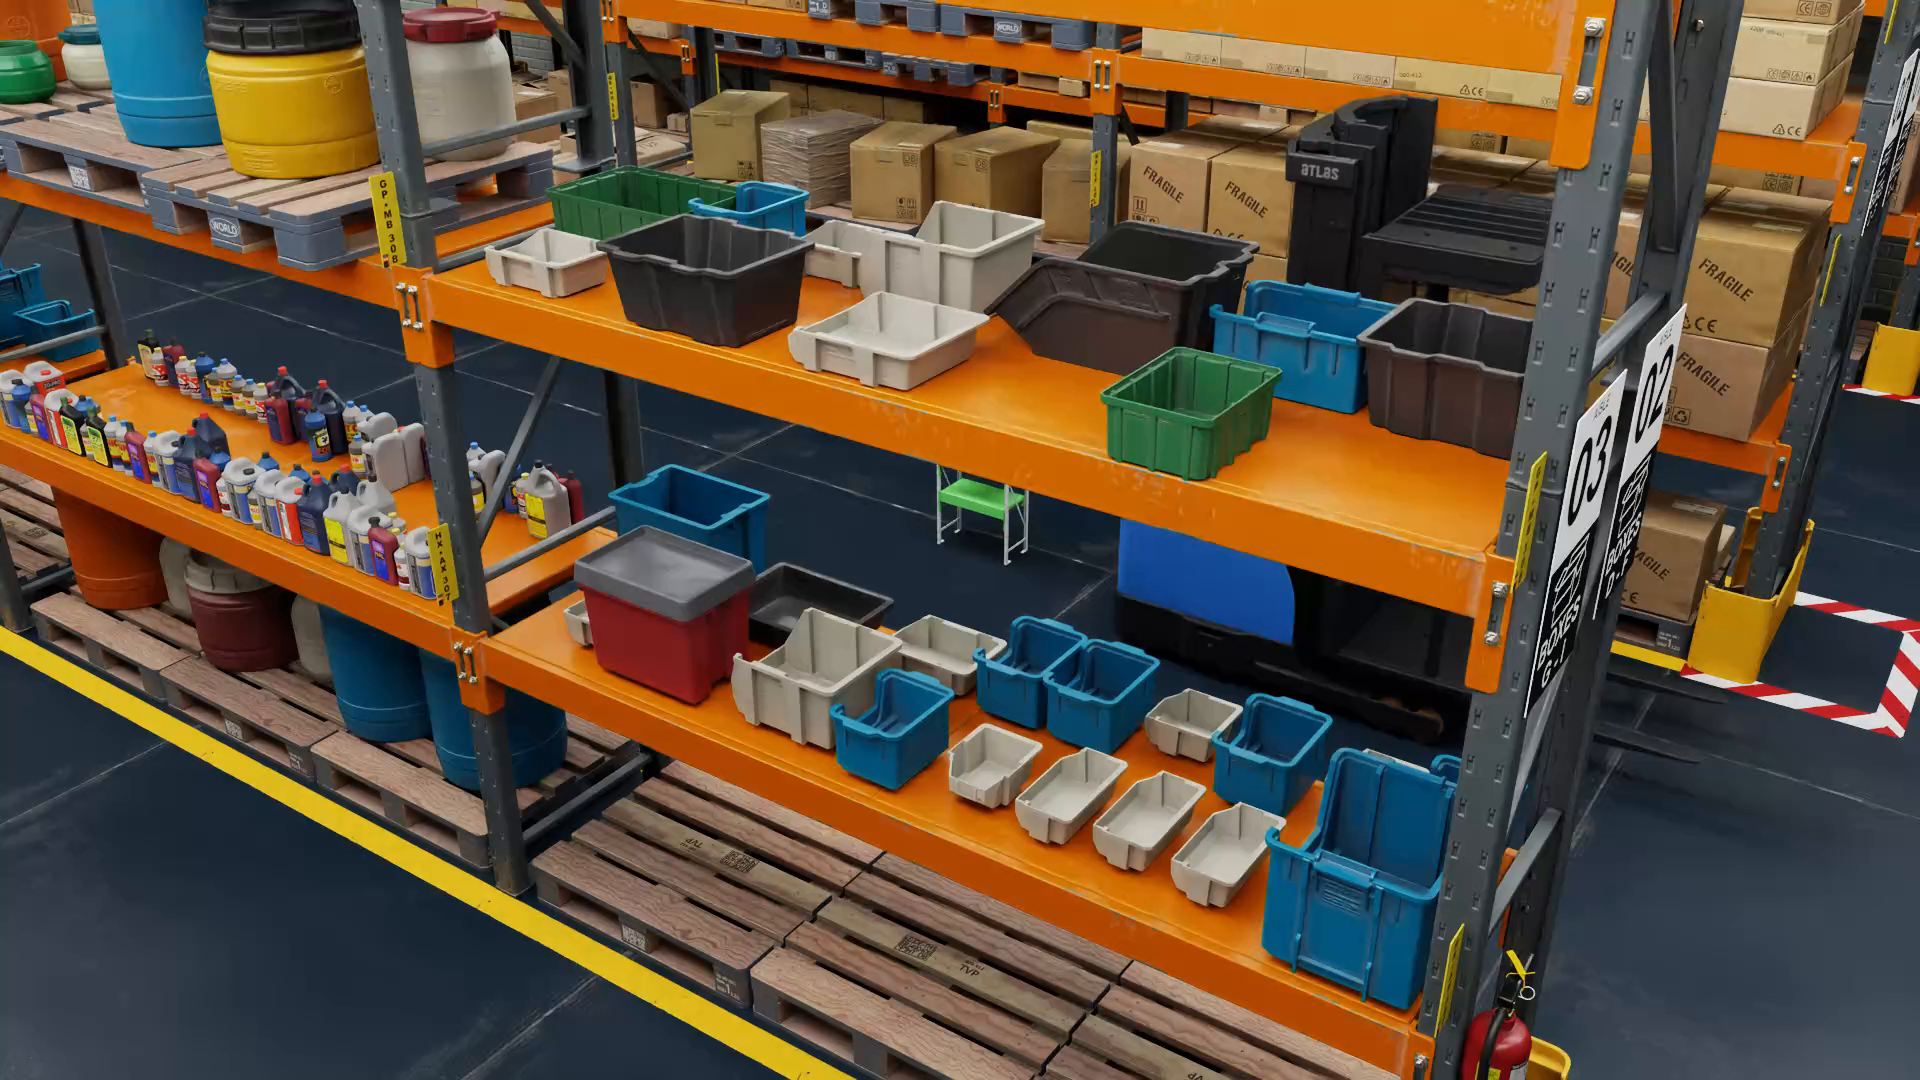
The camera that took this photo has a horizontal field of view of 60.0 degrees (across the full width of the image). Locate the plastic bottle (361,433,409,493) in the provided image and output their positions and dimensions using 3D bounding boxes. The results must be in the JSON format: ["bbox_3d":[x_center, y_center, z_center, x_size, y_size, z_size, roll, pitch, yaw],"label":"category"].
[{"bbox_3d":[-2.706,-0.372,7.810,0.135,0.276,0.152,17,32,30],"label":"plastic bottle"}]

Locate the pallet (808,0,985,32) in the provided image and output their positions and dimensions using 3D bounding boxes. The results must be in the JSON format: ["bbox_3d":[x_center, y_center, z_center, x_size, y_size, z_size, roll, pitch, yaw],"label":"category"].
[{"bbox_3d":[-0.238,-3.548,10.814,1.003,0.211,1.213,17,32,30],"label":"pallet"}]

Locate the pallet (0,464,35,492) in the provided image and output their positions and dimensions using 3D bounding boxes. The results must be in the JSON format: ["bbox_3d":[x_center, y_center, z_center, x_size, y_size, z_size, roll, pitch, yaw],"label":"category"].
[{"bbox_3d":[-6.606,-0.296,10.599,1.213,0.211,1.003,17,32,30],"label":"pallet"}]

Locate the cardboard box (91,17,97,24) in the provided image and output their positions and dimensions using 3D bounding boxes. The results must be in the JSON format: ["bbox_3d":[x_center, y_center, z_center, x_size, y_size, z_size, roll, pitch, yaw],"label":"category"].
[{"bbox_3d":[-7.943,-4.873,15.692,0.250,0.149,0.380,17,31,30],"label":"cardboard box"}]

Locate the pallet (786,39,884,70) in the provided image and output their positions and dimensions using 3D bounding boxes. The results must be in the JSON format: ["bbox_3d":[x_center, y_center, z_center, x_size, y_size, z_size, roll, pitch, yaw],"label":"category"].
[{"bbox_3d":[-1.034,-5.123,17.221,1.213,0.211,1.003,17,32,30],"label":"pallet"}]

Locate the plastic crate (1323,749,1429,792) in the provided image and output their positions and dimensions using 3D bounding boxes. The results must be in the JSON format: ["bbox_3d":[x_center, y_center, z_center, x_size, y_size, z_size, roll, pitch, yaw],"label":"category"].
[{"bbox_3d":[1.371,0.833,5.530,0.298,0.136,0.250,17,32,30],"label":"plastic crate"}]

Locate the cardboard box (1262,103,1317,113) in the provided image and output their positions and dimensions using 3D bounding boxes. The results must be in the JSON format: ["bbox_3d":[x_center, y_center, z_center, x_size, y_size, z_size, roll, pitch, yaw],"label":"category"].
[{"bbox_3d":[2.969,-4.026,14.394,0.500,0.500,0.500,18,32,31],"label":"cardboard box"}]

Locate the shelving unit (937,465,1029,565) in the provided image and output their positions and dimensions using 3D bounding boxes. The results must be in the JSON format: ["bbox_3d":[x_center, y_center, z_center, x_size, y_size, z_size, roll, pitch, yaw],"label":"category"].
[{"bbox_3d":[0.136,-0.492,9.894,0.503,1.200,0.258,17,32,30],"label":"shelving unit"}]

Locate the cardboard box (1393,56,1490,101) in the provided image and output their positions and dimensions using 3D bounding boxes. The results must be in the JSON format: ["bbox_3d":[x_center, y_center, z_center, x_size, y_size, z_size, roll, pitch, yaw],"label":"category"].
[{"bbox_3d":[2.612,-2.502,8.718,0.500,0.250,0.500,17,32,30],"label":"cardboard box"}]

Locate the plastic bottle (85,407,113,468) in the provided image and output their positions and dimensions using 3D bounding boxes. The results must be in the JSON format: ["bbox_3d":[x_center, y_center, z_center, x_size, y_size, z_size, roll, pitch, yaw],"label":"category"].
[{"bbox_3d":[-4.158,-0.498,8.051,0.133,0.283,0.061,17,32,30],"label":"plastic bottle"}]

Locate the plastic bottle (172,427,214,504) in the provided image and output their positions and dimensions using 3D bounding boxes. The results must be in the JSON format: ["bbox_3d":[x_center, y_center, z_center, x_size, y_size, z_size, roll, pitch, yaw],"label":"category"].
[{"bbox_3d":[-3.542,-0.359,7.703,0.185,0.351,0.144,17,32,30],"label":"plastic bottle"}]

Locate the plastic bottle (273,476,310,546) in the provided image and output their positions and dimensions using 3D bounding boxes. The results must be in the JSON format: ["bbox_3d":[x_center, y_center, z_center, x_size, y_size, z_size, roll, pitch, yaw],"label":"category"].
[{"bbox_3d":[-2.916,-0.133,7.341,0.135,0.276,0.152,17,32,30],"label":"plastic bottle"}]

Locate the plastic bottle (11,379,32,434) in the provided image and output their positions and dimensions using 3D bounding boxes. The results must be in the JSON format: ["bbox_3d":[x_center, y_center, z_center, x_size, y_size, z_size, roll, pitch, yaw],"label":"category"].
[{"bbox_3d":[-4.734,-0.683,8.426,0.097,0.271,0.097,0,27,0],"label":"plastic bottle"}]

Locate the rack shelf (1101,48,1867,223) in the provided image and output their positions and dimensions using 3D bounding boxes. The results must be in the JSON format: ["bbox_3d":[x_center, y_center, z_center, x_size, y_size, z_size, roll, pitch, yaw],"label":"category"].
[{"bbox_3d":[2.765,-2.338,9.023,4.000,0.370,1.077,17,32,30],"label":"rack shelf"}]

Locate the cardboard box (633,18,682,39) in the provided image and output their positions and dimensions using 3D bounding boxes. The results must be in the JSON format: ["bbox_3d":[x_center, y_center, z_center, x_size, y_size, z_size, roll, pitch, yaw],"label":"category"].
[{"bbox_3d":[-3.238,-5.693,18.273,0.500,0.250,0.500,17,32,30],"label":"cardboard box"}]

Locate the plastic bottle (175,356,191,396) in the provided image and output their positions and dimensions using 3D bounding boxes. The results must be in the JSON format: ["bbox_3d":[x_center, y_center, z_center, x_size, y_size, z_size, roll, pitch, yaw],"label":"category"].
[{"bbox_3d":[-4.138,-0.883,8.897,0.097,0.201,0.097,0,27,0],"label":"plastic bottle"}]

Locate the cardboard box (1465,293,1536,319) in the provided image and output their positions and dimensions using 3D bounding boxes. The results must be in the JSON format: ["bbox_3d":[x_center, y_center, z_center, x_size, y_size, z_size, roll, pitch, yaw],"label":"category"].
[{"bbox_3d":[3.053,-1.128,9.050,0.500,0.500,0.500,18,32,31],"label":"cardboard box"}]

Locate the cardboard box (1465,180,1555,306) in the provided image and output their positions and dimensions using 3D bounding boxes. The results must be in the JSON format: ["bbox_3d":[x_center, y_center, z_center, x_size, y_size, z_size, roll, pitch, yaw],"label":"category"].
[{"bbox_3d":[3.044,-1.571,8.817,0.500,0.500,0.500,18,32,32],"label":"cardboard box"}]

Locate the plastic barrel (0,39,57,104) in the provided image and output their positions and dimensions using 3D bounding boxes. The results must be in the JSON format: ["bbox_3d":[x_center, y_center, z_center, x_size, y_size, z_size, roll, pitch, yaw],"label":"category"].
[{"bbox_3d":[-4.245,-2.109,7.487,0.294,0.245,0.294,0,27,0],"label":"plastic barrel"}]

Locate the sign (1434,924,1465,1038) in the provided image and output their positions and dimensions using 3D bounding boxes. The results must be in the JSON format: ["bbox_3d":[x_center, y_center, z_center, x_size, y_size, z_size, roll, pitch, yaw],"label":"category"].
[{"bbox_3d":[1.308,1.180,4.445,0.005,0.325,0.100,17,32,30],"label":"sign"}]

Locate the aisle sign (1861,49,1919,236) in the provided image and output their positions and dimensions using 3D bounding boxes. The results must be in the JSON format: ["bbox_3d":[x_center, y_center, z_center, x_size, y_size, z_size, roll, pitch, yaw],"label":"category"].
[{"bbox_3d":[4.296,-1.835,7.682,0.004,0.787,0.394,17,32,30],"label":"aisle sign"}]

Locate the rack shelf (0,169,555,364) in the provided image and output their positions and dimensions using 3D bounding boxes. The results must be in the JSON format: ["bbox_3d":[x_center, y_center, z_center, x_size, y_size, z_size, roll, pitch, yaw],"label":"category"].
[{"bbox_3d":[-3.340,-1.515,7.405,4.000,0.370,1.077,17,32,30],"label":"rack shelf"}]

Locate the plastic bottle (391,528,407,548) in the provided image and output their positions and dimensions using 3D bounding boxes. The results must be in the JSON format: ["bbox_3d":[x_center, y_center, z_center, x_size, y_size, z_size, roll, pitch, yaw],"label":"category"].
[{"bbox_3d":[-2.386,0.047,7.070,0.097,0.201,0.097,0,27,0],"label":"plastic bottle"}]

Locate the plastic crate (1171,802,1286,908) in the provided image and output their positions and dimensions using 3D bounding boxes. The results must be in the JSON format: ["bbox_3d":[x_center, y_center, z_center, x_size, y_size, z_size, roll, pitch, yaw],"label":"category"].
[{"bbox_3d":[0.831,0.991,5.219,0.243,0.136,0.396,17,32,30],"label":"plastic crate"}]

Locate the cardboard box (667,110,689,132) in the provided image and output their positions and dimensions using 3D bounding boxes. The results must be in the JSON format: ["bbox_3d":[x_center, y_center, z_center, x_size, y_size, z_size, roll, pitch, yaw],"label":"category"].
[{"bbox_3d":[-3.134,-4.802,19.018,0.250,0.166,0.380,13,30,24],"label":"cardboard box"}]

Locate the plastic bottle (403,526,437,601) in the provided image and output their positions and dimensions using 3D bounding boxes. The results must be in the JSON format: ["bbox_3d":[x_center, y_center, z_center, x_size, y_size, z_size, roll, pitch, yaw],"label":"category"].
[{"bbox_3d":[-2.199,0.090,6.902,0.135,0.276,0.152,17,32,30],"label":"plastic bottle"}]

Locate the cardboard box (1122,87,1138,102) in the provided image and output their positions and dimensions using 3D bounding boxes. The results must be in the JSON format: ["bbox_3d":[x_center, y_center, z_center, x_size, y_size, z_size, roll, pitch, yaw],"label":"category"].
[{"bbox_3d":[1.631,-4.192,15.435,0.250,0.149,0.380,18,32,31],"label":"cardboard box"}]

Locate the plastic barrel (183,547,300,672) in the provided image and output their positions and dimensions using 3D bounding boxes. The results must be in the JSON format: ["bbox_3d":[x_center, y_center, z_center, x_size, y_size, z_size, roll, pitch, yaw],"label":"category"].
[{"bbox_3d":[-3.644,0.285,8.579,0.708,0.588,0.600,17,32,30],"label":"plastic barrel"}]

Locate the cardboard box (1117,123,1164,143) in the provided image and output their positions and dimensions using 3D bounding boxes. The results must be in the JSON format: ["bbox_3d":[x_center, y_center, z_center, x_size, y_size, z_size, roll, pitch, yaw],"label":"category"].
[{"bbox_3d":[1.871,-3.480,15.687,0.750,0.750,0.750,17,32,30],"label":"cardboard box"}]

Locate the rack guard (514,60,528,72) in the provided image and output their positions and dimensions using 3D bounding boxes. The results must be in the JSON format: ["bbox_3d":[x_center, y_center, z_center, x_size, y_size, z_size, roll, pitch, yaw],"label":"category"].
[{"bbox_3d":[-5.911,-5.637,20.774,0.348,0.500,1.175,17,32,30],"label":"rack guard"}]

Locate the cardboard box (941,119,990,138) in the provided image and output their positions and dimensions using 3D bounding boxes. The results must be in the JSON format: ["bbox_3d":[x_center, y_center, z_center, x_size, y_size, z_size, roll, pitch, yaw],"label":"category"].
[{"bbox_3d":[-0.002,-3.963,17.001,0.500,0.500,0.700,18,32,31],"label":"cardboard box"}]

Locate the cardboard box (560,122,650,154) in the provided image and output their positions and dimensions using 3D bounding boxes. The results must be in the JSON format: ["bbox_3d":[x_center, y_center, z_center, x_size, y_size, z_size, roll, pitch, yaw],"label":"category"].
[{"bbox_3d":[-2.808,-3.125,13.182,0.500,0.311,0.500,17,31,30],"label":"cardboard box"}]

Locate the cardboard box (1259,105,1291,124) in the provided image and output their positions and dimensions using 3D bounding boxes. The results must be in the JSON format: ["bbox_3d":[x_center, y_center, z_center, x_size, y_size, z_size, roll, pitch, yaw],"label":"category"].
[{"bbox_3d":[2.819,-3.752,14.570,0.250,0.149,0.380,17,32,30],"label":"cardboard box"}]

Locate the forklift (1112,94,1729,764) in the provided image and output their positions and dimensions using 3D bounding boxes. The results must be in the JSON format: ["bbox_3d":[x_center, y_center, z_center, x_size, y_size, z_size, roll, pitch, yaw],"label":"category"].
[{"bbox_3d":[2.354,-0.573,8.144,3.031,2.935,1.130,16,31,29],"label":"forklift"}]

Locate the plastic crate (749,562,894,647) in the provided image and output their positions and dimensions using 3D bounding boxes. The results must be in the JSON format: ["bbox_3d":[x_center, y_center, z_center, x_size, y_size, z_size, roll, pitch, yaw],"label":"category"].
[{"bbox_3d":[-0.616,0.298,6.594,0.590,0.125,0.437,17,32,30],"label":"plastic crate"}]

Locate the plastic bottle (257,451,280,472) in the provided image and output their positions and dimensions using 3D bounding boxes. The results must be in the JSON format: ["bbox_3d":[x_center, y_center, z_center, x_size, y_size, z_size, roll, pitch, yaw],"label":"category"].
[{"bbox_3d":[-3.163,-0.277,7.628,0.097,0.271,0.097,0,27,0],"label":"plastic bottle"}]

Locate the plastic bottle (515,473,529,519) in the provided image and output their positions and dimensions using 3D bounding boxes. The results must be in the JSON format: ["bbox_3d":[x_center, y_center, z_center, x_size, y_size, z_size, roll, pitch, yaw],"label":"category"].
[{"bbox_3d":[-1.967,-0.207,7.568,0.097,0.201,0.097,0,27,0],"label":"plastic bottle"}]

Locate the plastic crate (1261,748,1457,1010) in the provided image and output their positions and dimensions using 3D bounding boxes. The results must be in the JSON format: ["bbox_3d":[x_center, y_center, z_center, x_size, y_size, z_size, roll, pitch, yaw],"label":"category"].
[{"bbox_3d":[1.224,0.984,4.905,0.499,0.435,0.616,17,32,30],"label":"plastic crate"}]

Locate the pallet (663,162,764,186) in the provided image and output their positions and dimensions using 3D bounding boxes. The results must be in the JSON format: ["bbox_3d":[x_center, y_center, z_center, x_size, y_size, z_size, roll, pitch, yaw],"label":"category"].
[{"bbox_3d":[-1.582,-2.629,12.321,1.003,0.211,1.213,17,32,30],"label":"pallet"}]

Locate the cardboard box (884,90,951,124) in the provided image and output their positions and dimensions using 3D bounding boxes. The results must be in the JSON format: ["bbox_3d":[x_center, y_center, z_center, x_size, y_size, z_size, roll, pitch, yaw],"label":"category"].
[{"bbox_3d":[-0.437,-4.467,17.165,0.500,0.250,0.500,18,32,31],"label":"cardboard box"}]

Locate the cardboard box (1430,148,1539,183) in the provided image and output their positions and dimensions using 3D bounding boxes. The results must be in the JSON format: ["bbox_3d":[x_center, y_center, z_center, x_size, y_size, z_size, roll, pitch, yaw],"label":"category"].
[{"bbox_3d":[2.933,-1.903,9.470,0.500,0.500,0.500,17,32,30],"label":"cardboard box"}]

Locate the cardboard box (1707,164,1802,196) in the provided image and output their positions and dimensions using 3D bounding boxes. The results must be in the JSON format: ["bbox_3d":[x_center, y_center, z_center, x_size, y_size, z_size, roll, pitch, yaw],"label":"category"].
[{"bbox_3d":[6.183,-3.105,12.713,0.700,0.700,0.980,17,32,30],"label":"cardboard box"}]

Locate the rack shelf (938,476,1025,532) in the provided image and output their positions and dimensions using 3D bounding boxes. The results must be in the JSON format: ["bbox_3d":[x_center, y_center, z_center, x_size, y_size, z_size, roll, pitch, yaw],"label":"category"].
[{"bbox_3d":[0.136,-0.221,10.032,0.480,0.148,0.258,17,32,30],"label":"rack shelf"}]

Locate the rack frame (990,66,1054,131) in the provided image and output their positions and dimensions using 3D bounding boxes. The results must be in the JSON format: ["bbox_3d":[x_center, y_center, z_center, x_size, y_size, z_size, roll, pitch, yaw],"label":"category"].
[{"bbox_3d":[0.621,-4.716,16.209,0.127,3.000,1.000,17,32,30],"label":"rack frame"}]

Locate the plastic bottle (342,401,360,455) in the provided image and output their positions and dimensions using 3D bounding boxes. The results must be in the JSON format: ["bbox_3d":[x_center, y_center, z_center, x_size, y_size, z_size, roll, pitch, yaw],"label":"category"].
[{"bbox_3d":[-2.972,-0.551,8.167,0.097,0.271,0.097,0,27,0],"label":"plastic bottle"}]

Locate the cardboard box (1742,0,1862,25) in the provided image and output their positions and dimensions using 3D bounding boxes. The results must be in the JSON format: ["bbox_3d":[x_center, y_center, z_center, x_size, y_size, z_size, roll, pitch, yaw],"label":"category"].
[{"bbox_3d":[3.981,-2.761,7.849,0.500,0.500,0.700,17,32,30],"label":"cardboard box"}]

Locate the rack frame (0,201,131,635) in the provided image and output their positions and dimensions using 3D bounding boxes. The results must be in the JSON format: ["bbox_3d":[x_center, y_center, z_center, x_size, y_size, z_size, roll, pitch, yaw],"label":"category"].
[{"bbox_3d":[-4.988,-1.012,8.931,0.127,3.000,1.000,17,32,30],"label":"rack frame"}]

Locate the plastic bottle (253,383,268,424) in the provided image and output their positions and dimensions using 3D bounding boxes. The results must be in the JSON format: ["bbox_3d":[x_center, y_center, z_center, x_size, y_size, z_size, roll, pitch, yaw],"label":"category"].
[{"bbox_3d":[-3.577,-0.708,8.554,0.097,0.201,0.097,0,27,0],"label":"plastic bottle"}]

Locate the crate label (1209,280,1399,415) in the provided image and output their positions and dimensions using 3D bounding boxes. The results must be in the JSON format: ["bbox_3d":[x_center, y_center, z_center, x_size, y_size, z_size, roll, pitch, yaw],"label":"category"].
[{"bbox_3d":[1.029,-0.586,4.951,0.502,0.251,0.408,17,32,30],"label":"crate label"}]

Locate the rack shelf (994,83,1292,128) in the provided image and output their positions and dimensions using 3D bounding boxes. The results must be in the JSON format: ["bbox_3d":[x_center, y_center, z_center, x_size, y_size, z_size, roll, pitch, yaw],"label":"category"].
[{"bbox_3d":[2.269,-3.882,15.363,4.000,0.370,1.077,17,32,30],"label":"rack shelf"}]

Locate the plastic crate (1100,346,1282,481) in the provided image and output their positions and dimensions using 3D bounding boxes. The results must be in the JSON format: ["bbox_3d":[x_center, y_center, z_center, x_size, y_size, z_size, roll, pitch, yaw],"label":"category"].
[{"bbox_3d":[0.631,-0.346,4.550,0.336,0.188,0.450,17,32,30],"label":"plastic crate"}]
